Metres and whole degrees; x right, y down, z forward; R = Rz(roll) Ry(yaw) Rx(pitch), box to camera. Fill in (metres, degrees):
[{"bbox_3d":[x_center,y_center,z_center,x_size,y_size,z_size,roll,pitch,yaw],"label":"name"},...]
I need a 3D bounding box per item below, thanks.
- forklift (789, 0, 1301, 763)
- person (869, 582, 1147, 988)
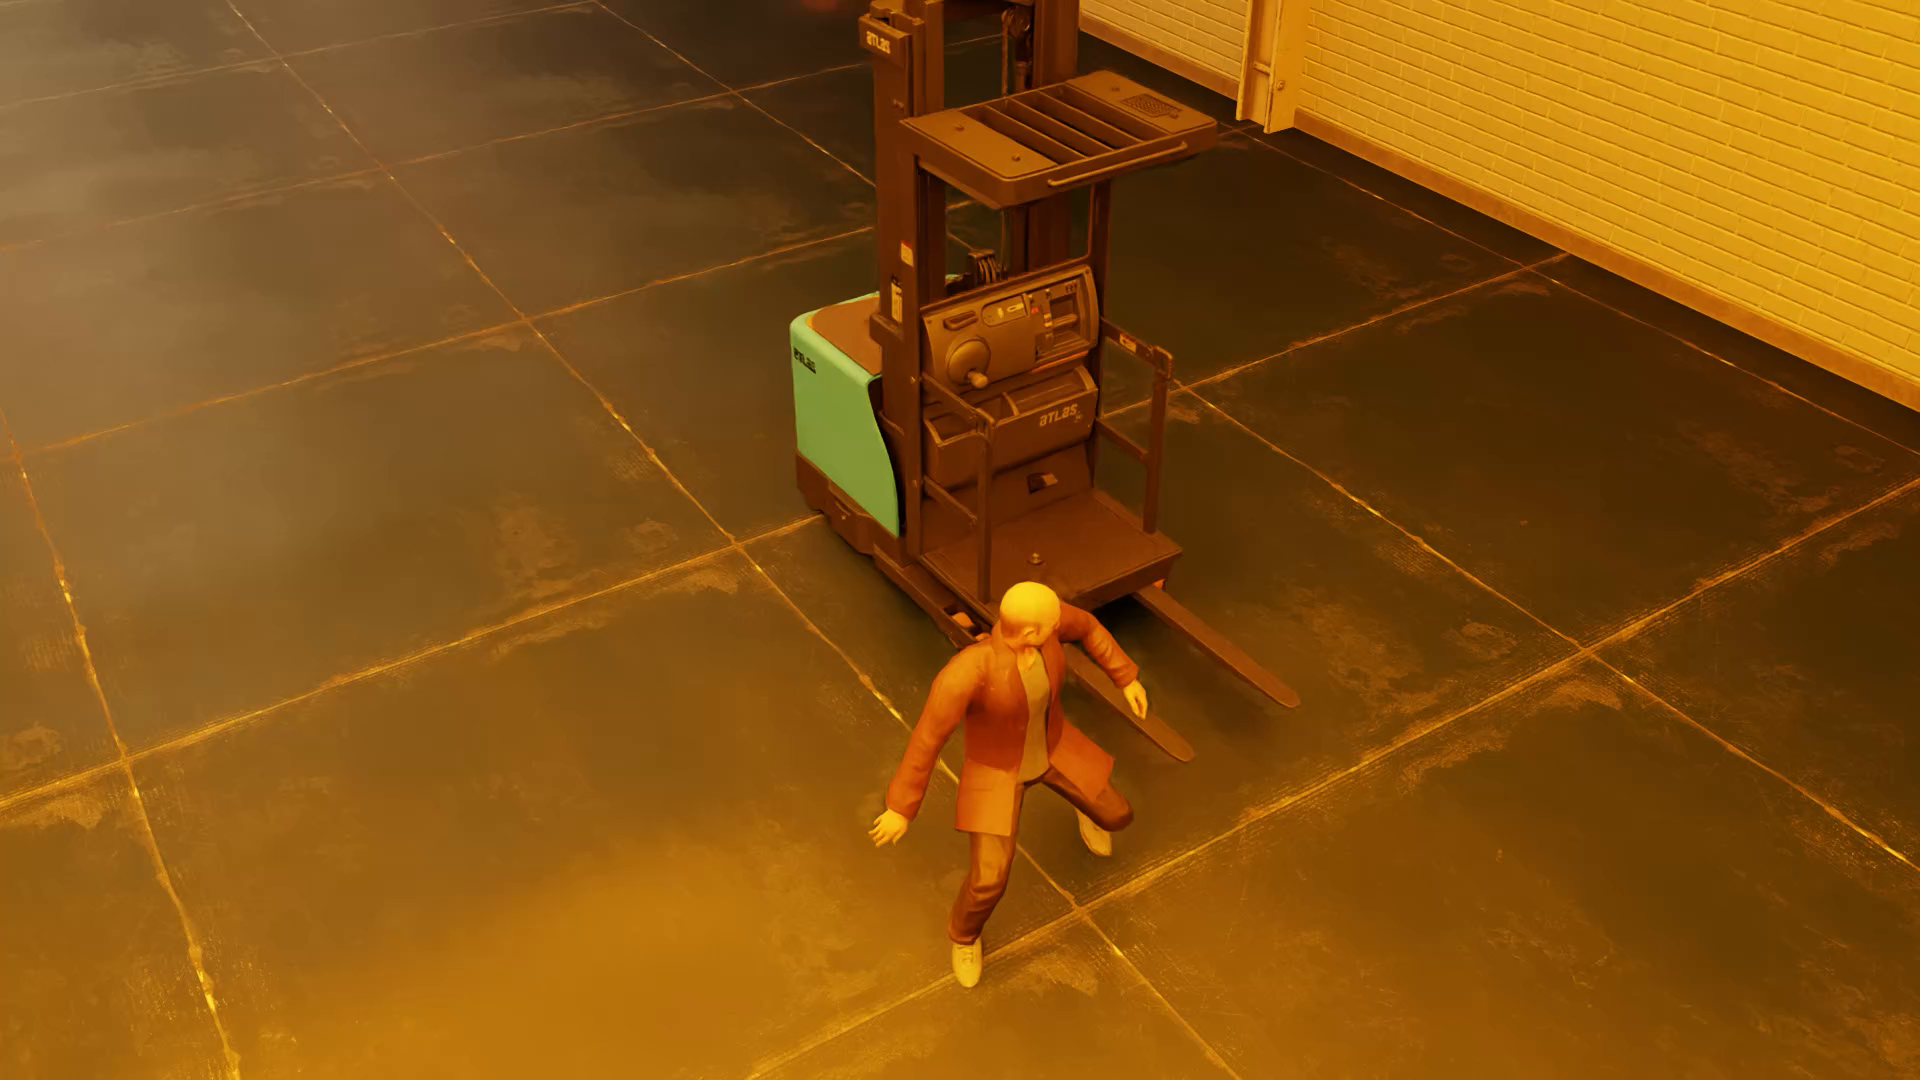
[{"bbox_3d":[0.365,-0.910,7.443,1.130,2.935,3.031,-22,40,-28],"label":"forklift"},{"bbox_3d":[0.186,0.824,6.147,1.177,1.671,0.539,-21,40,-27],"label":"person"}]
